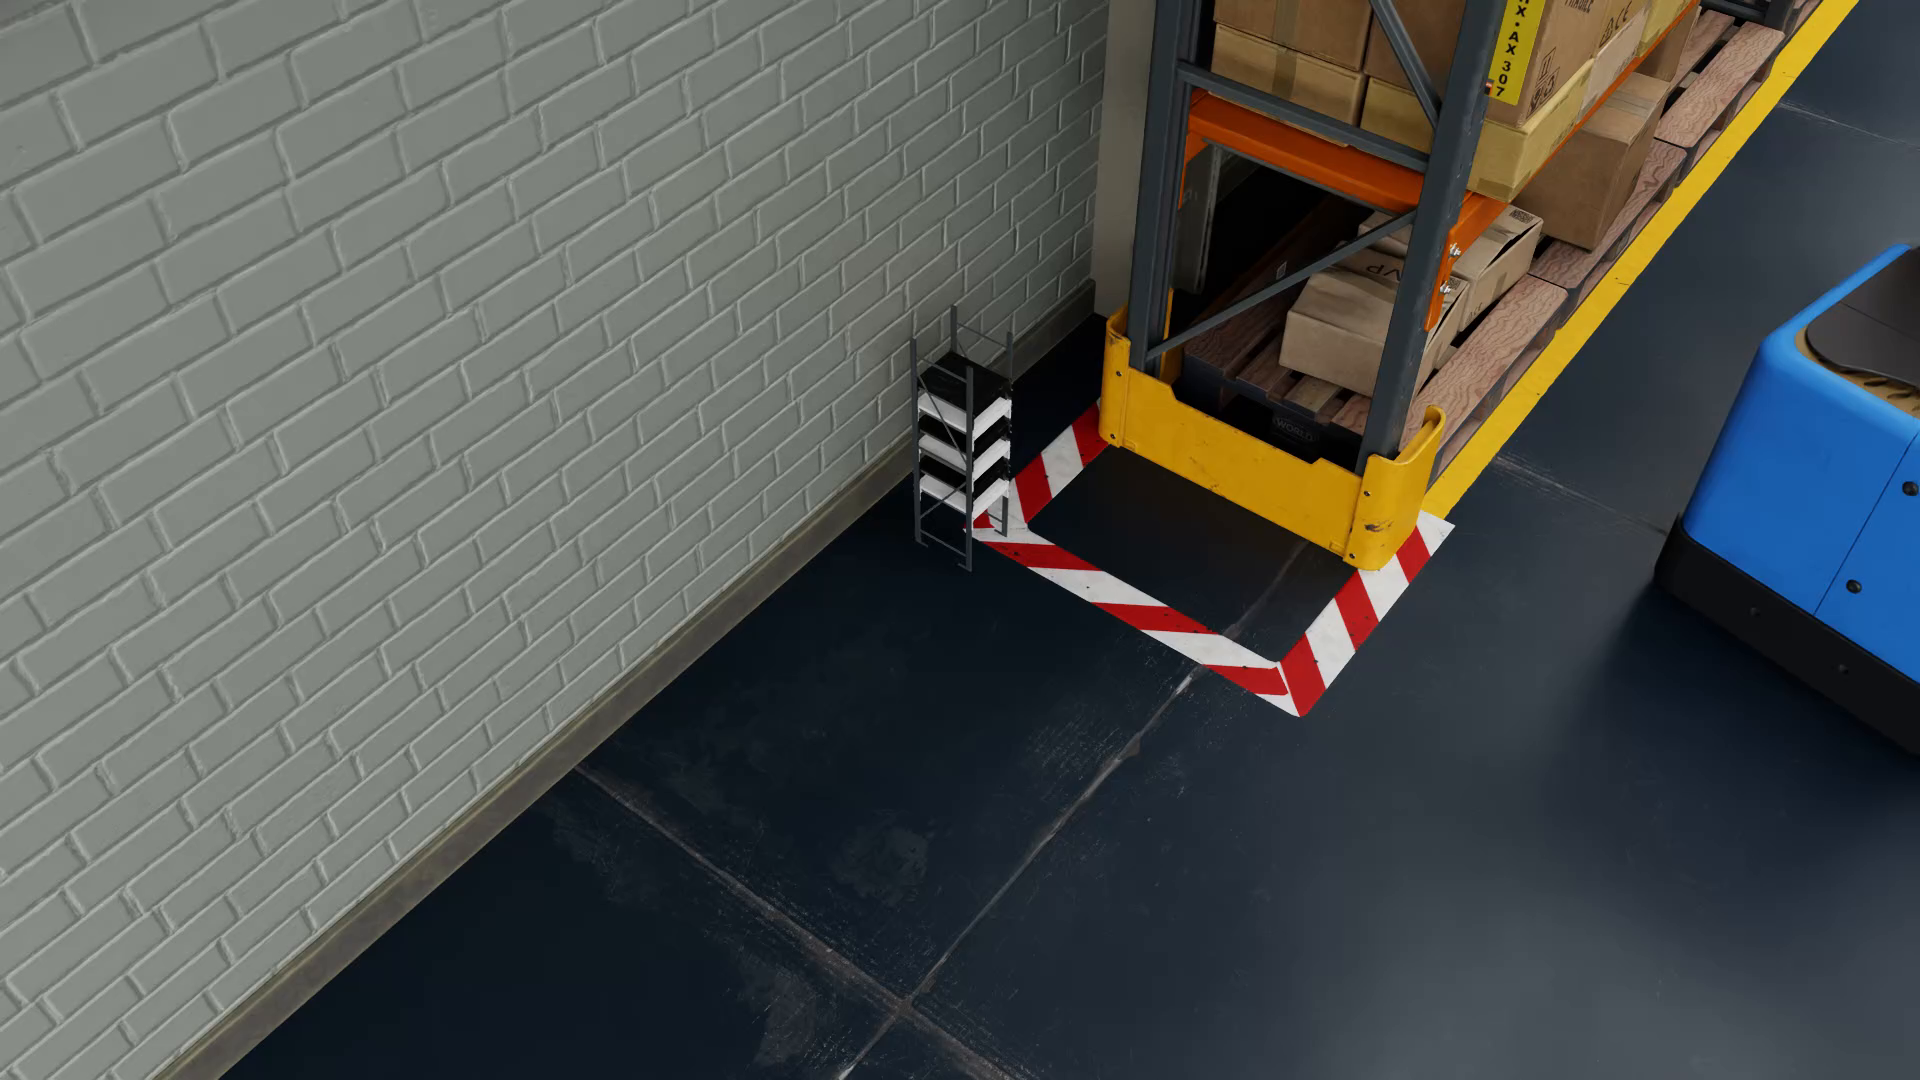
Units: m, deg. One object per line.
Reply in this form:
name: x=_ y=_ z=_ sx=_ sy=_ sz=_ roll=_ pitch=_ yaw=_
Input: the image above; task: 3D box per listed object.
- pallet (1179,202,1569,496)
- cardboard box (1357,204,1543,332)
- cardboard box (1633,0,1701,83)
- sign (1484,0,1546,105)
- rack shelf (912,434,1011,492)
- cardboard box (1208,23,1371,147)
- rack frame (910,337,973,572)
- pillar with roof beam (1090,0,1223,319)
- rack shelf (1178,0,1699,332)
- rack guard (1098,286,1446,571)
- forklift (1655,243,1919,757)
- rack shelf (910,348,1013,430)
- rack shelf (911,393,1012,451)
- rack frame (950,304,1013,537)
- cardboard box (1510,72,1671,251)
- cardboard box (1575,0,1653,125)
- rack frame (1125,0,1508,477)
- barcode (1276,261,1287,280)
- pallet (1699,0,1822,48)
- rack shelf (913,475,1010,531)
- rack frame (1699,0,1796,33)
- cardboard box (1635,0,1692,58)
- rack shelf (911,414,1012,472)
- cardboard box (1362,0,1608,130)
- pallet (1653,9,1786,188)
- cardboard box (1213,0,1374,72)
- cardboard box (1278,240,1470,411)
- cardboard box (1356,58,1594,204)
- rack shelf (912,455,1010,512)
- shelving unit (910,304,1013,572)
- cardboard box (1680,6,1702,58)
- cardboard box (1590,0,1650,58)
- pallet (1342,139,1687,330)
pallet: x=1.575 y=-0.754 z=6.325 sx=1.003 sy=0.211 sz=1.213 roll=29 pitch=53 yaw=25
cardboard box: x=1.846 y=-1.130 z=6.311 sx=0.500 sy=0.311 sz=0.500 roll=34 pitch=55 yaw=28
cardboard box: x=2.846 y=-2.191 z=7.193 sx=0.500 sy=0.500 sz=0.500 roll=25 pitch=51 yaw=22
sign: x=1.433 y=-1.284 z=4.304 sx=0.100 sy=0.325 sz=0.005 roll=29 pitch=53 yaw=25
rack shelf: x=0.005 y=-0.292 z=5.453 sx=0.258 sy=0.077 sz=0.200 roll=29 pitch=53 yaw=25
cardboard box: x=1.136 y=-1.533 z=5.230 sx=0.500 sy=0.250 sz=0.500 roll=30 pitch=53 yaw=25
rack frame: x=-0.057 y=-0.257 z=5.373 sx=0.240 sy=0.900 sz=0.006 roll=29 pitch=53 yaw=25
pillar with roof beam: x=4.154 y=-2.177 z=1.606 sx=9.100 sy=9.000 sz=0.400 roll=29 pitch=53 yaw=25
rack shelf: x=2.226 y=-2.121 z=6.199 sx=1.077 sy=0.370 sz=4.000 roll=29 pitch=53 yaw=25
rack guard: x=1.050 y=-0.405 z=5.791 sx=1.175 sy=0.500 sz=0.348 roll=29 pitch=53 yaw=25
forklift: x=3.773 y=-1.254 z=4.921 sx=3.031 sy=2.935 sz=1.130 roll=-31 pitch=54 yaw=-26
rack shelf: x=0.005 y=-0.479 z=5.258 sx=0.258 sy=0.077 sz=0.200 roll=29 pitch=53 yaw=25
rack shelf: x=0.005 y=-0.417 z=5.323 sx=0.258 sy=0.077 sz=0.200 roll=29 pitch=53 yaw=25
rack frame: x=0.067 y=-0.374 z=5.484 sx=0.240 sy=0.900 sz=0.006 roll=29 pitch=53 yaw=25
cardboard box: x=2.334 y=-1.593 z=6.622 sx=0.700 sy=0.500 sz=0.500 roll=26 pitch=52 yaw=23
cardboard box: x=1.859 y=-1.622 z=5.315 sx=0.500 sy=0.250 sz=0.500 roll=28 pitch=52 yaw=24
rack frame: x=1.003 y=-1.225 z=4.846 sx=1.000 sy=3.000 sz=0.127 roll=29 pitch=53 yaw=25
barcode: x=1.192 y=-0.994 z=6.174 sx=0.001 sy=0.075 sz=0.075 roll=29 pitch=53 yaw=25
pallet: x=3.924 y=-2.997 z=8.467 sx=1.003 sy=0.211 sz=1.213 roll=29 pitch=53 yaw=25
rack shelf: x=0.005 y=-0.168 z=5.583 sx=0.258 sy=0.077 sz=0.200 roll=29 pitch=53 yaw=25
rack frame: x=3.449 y=-3.514 z=7.032 sx=1.000 sy=3.000 sz=0.127 roll=29 pitch=53 yaw=25
cardboard box: x=2.175 y=-1.911 z=5.591 sx=0.500 sy=0.250 sz=0.500 roll=28 pitch=53 yaw=24
rack shelf: x=0.005 y=-0.355 z=5.388 sx=0.258 sy=0.077 sz=0.200 roll=29 pitch=53 yaw=25
cardboard box: x=1.533 y=-1.579 z=4.755 sx=0.500 sy=0.500 sz=0.500 roll=29 pitch=53 yaw=25
pallet: x=3.066 y=-2.151 z=7.658 sx=1.003 sy=0.211 sz=1.213 roll=29 pitch=53 yaw=25
cardboard box: x=1.123 y=-1.803 z=4.969 sx=0.500 sy=0.500 sz=0.500 roll=29 pitch=53 yaw=25
cardboard box: x=1.498 y=-0.804 z=5.999 sx=0.500 sy=0.311 sz=0.500 roll=24 pitch=51 yaw=21
cardboard box: x=1.553 y=-1.319 z=5.025 sx=0.500 sy=0.250 sz=0.500 roll=28 pitch=52 yaw=24
rack shelf: x=0.005 y=-0.230 z=5.518 sx=0.258 sy=0.077 sz=0.200 roll=29 pitch=53 yaw=25
shelving unit: x=0.005 y=-0.315 z=5.429 sx=0.258 sy=0.900 sz=0.210 roll=29 pitch=53 yaw=25
cardboard box: x=3.146 y=-2.368 z=7.592 sx=0.380 sy=0.166 sz=0.250 roll=23 pitch=50 yaw=20
cardboard box: x=1.843 y=-1.858 z=5.021 sx=0.500 sy=0.500 sz=0.500 roll=29 pitch=53 yaw=25
pallet: x=2.321 y=-1.449 z=6.989 sx=1.003 sy=0.211 sz=1.213 roll=29 pitch=53 yaw=25
